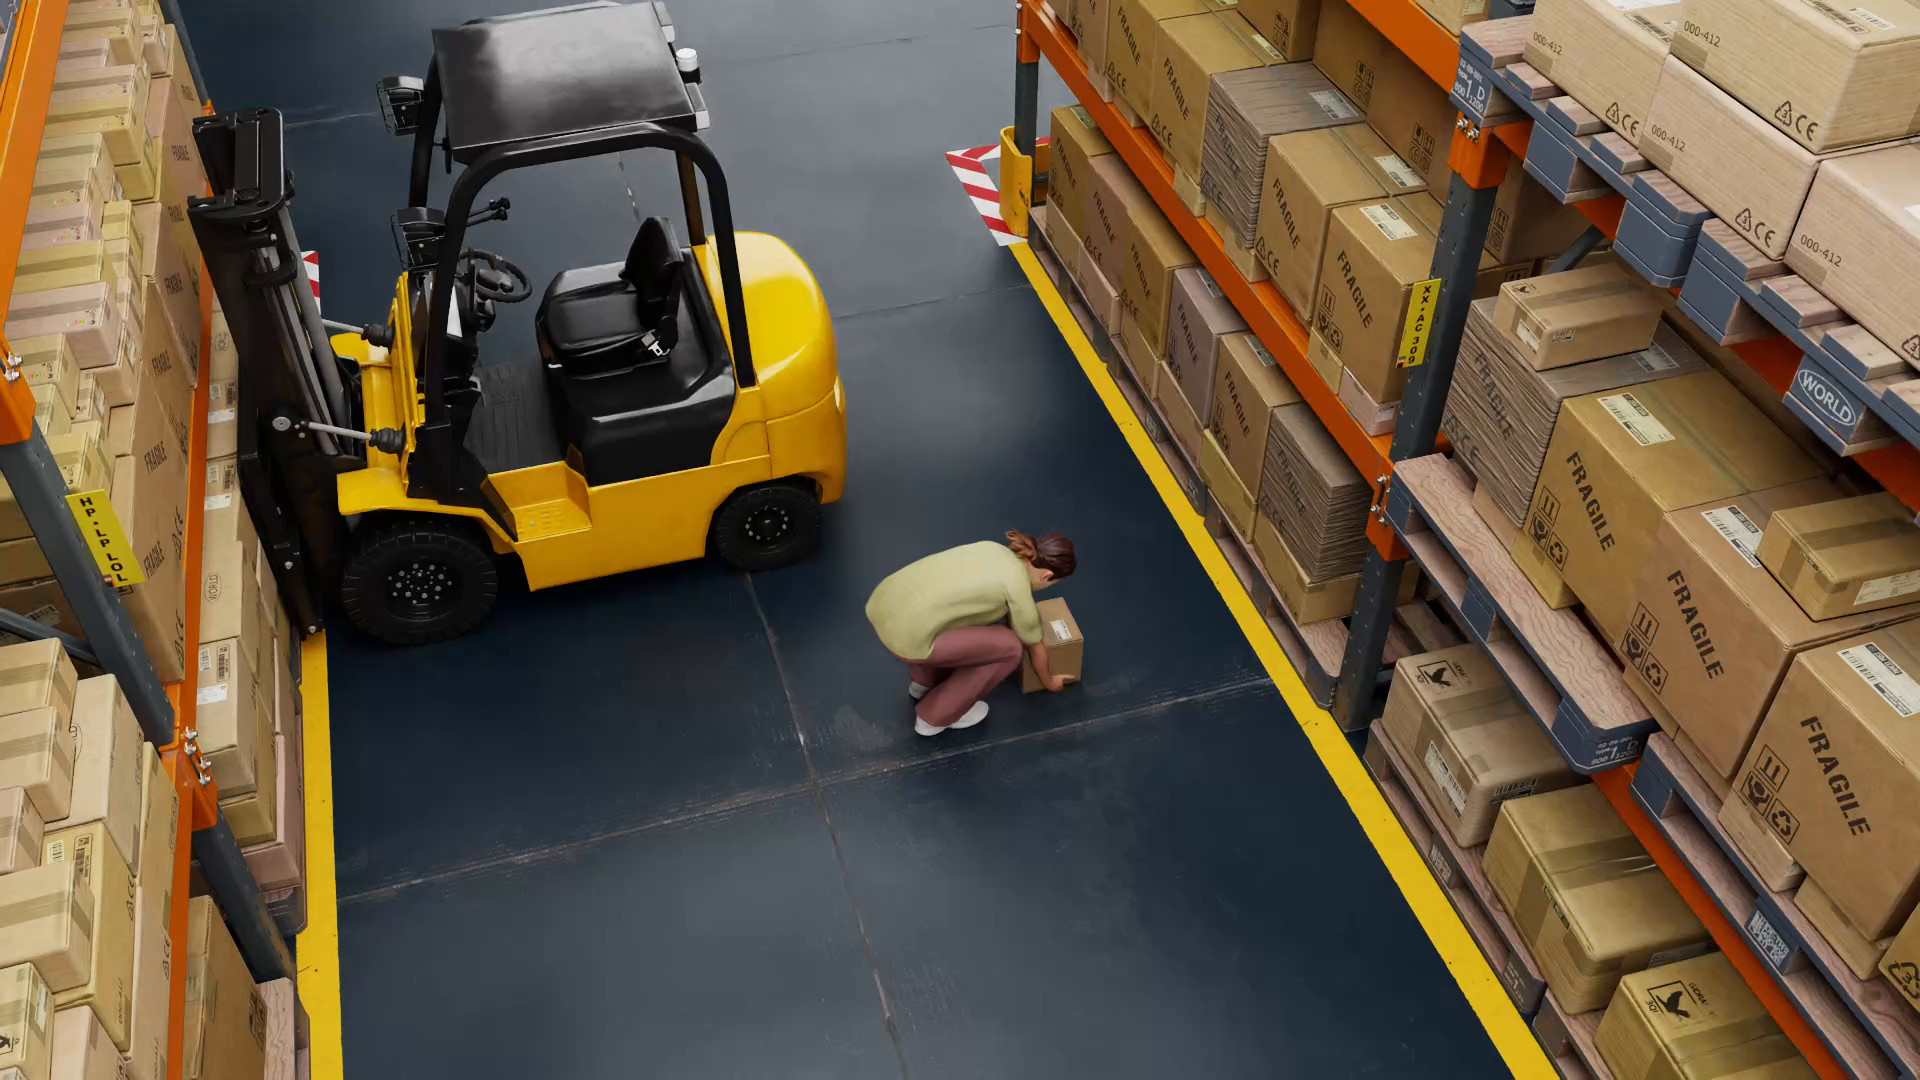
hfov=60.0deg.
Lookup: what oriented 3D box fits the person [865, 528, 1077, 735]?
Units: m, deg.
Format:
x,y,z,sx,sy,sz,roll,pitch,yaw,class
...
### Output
x,y,z,sx,sy,sz,roll,pitch,yaw,class
0.063,0.343,6.493,0.866,0.753,0.448,-19,46,-20,person
